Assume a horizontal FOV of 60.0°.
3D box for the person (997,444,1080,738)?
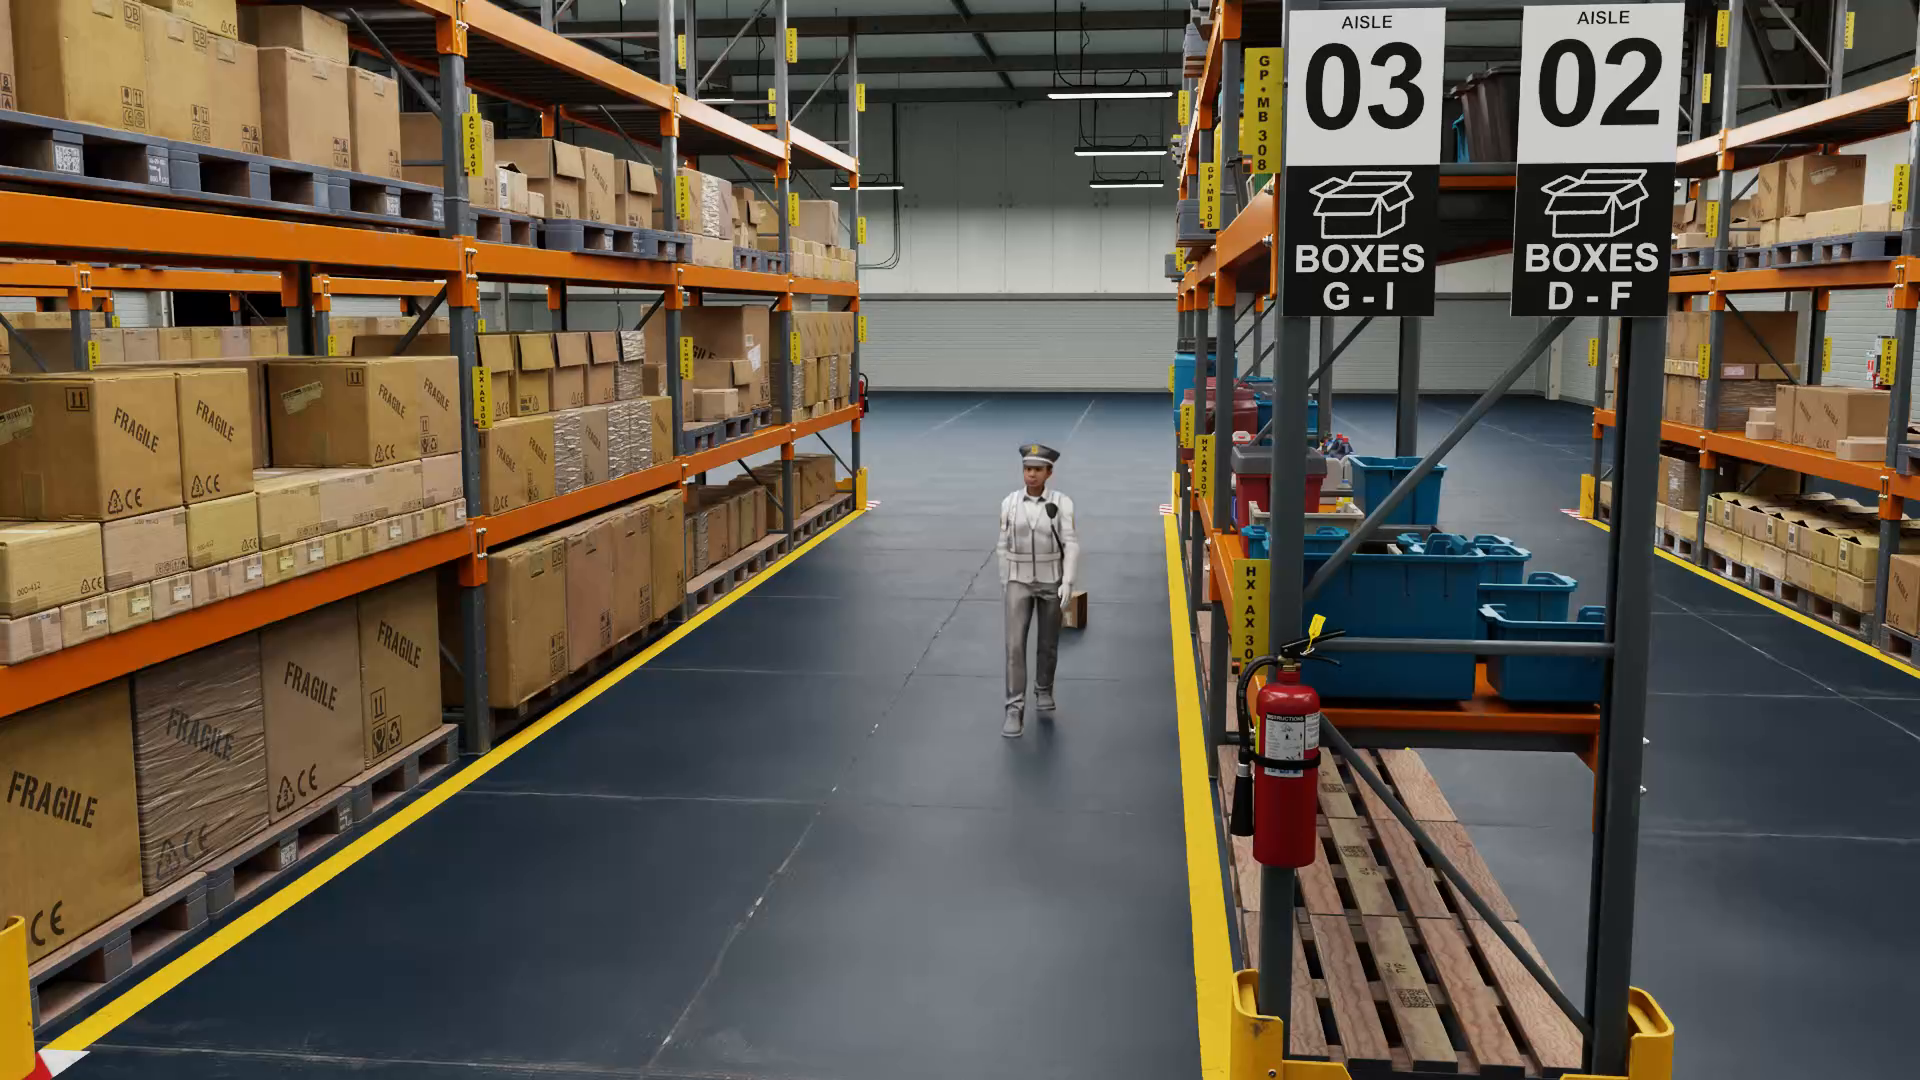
[{"bbox_3d":[0.447,0.259,9.669,0.498,1.637,0.967,1,8,6],"label":"person"}]
